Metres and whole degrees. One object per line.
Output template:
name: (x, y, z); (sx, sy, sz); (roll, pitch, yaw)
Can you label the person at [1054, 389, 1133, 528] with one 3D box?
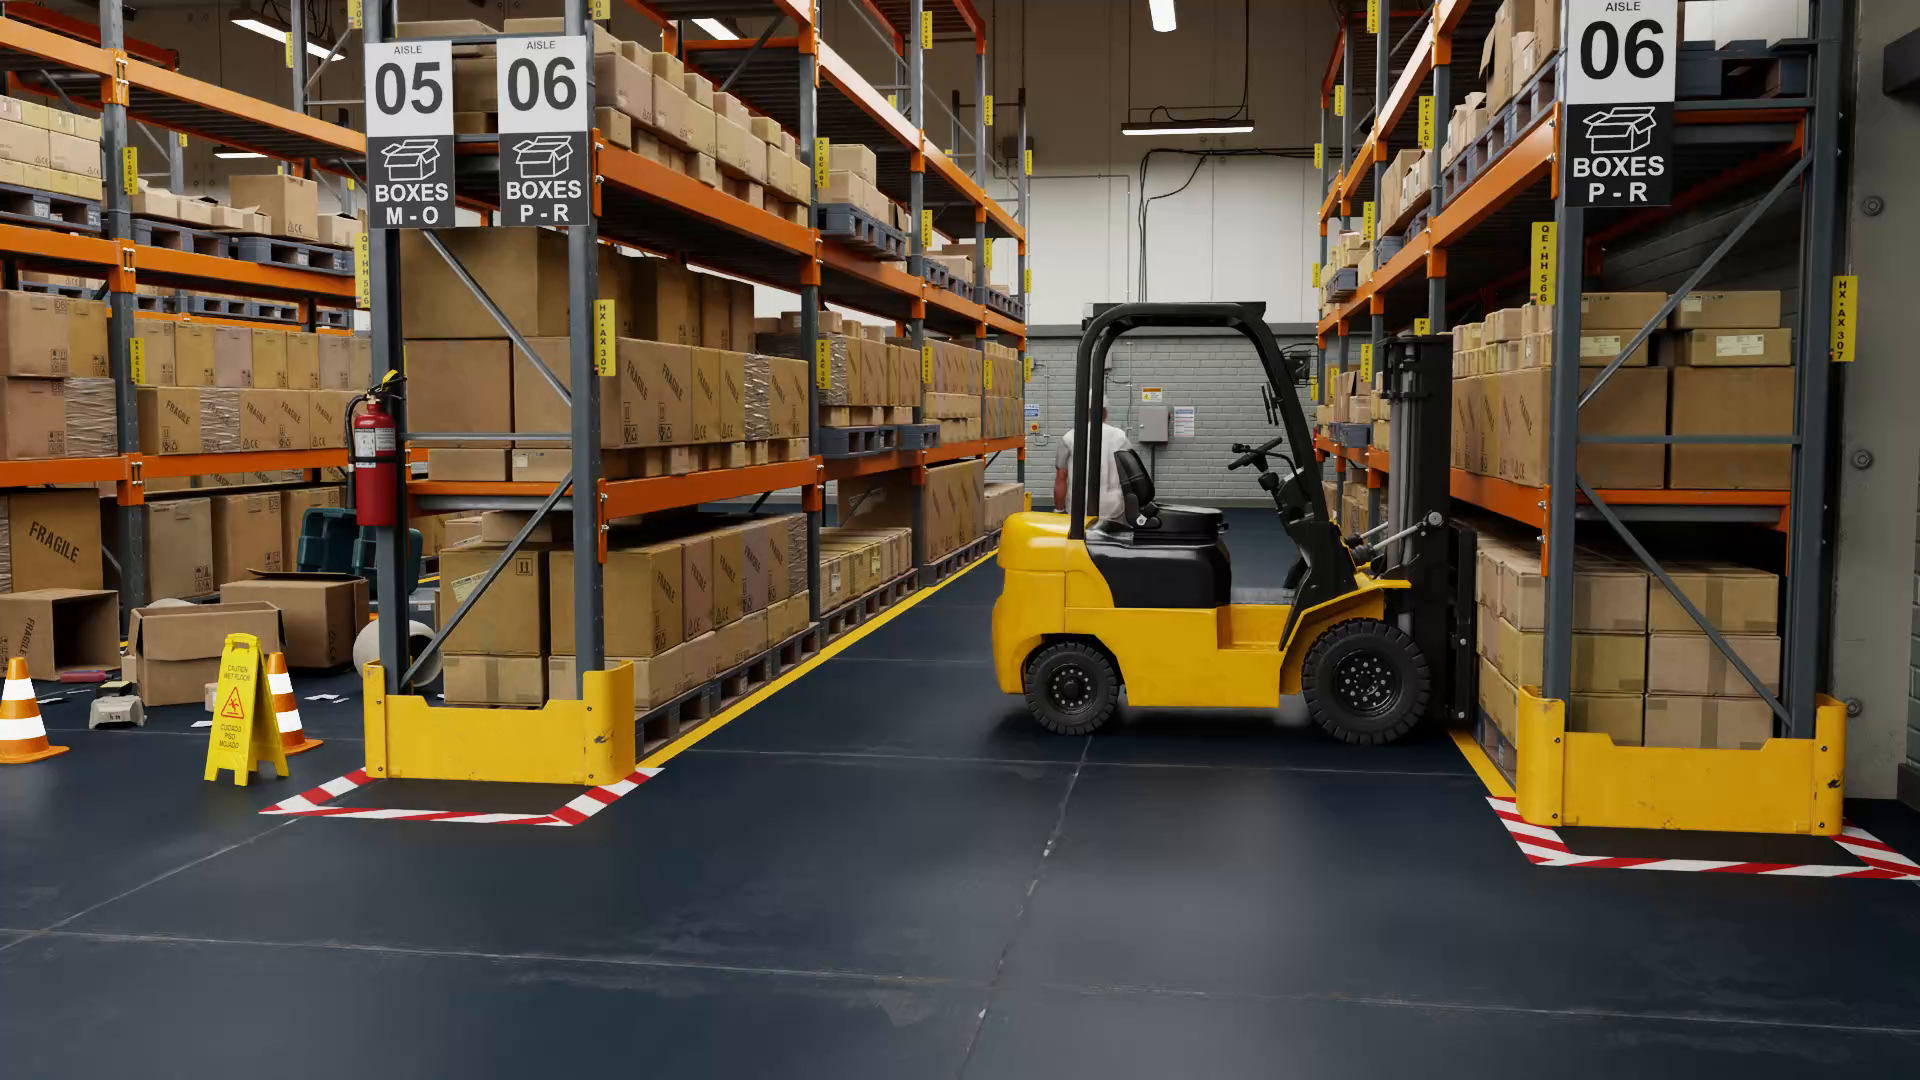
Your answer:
person: (0.955, -0.165, 11.623); (0.609, 1.779, 0.454); (1, 4, 8)
